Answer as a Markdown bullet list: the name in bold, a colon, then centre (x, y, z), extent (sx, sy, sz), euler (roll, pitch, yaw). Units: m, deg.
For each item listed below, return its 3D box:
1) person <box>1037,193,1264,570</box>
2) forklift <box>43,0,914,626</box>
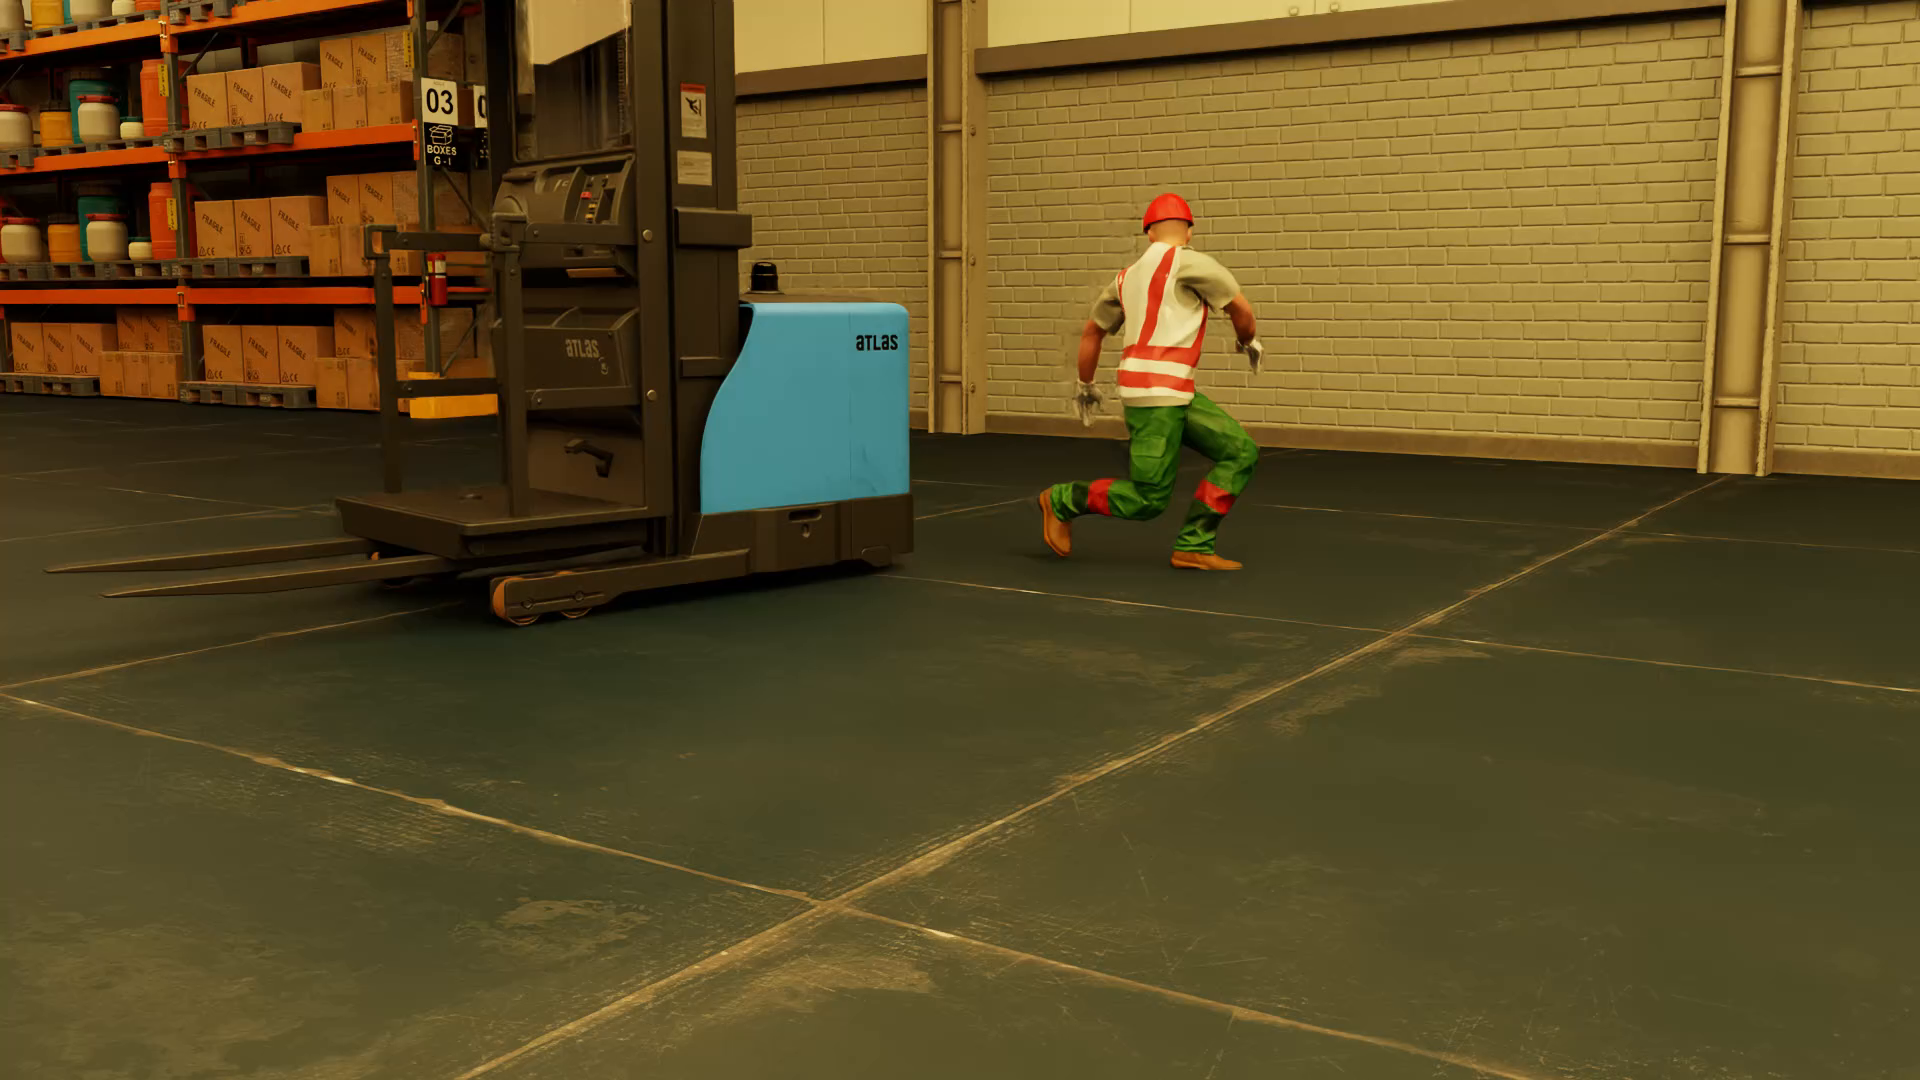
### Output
- **person**: centre (0.786, -0.641, 6.831), extent (0.931, 1.548, 0.663), euler (1, 8, 5)
- **forklift**: centre (-1.615, -1.246, 5.952), extent (3.031, 2.935, 1.130), euler (-7, 11, -42)
